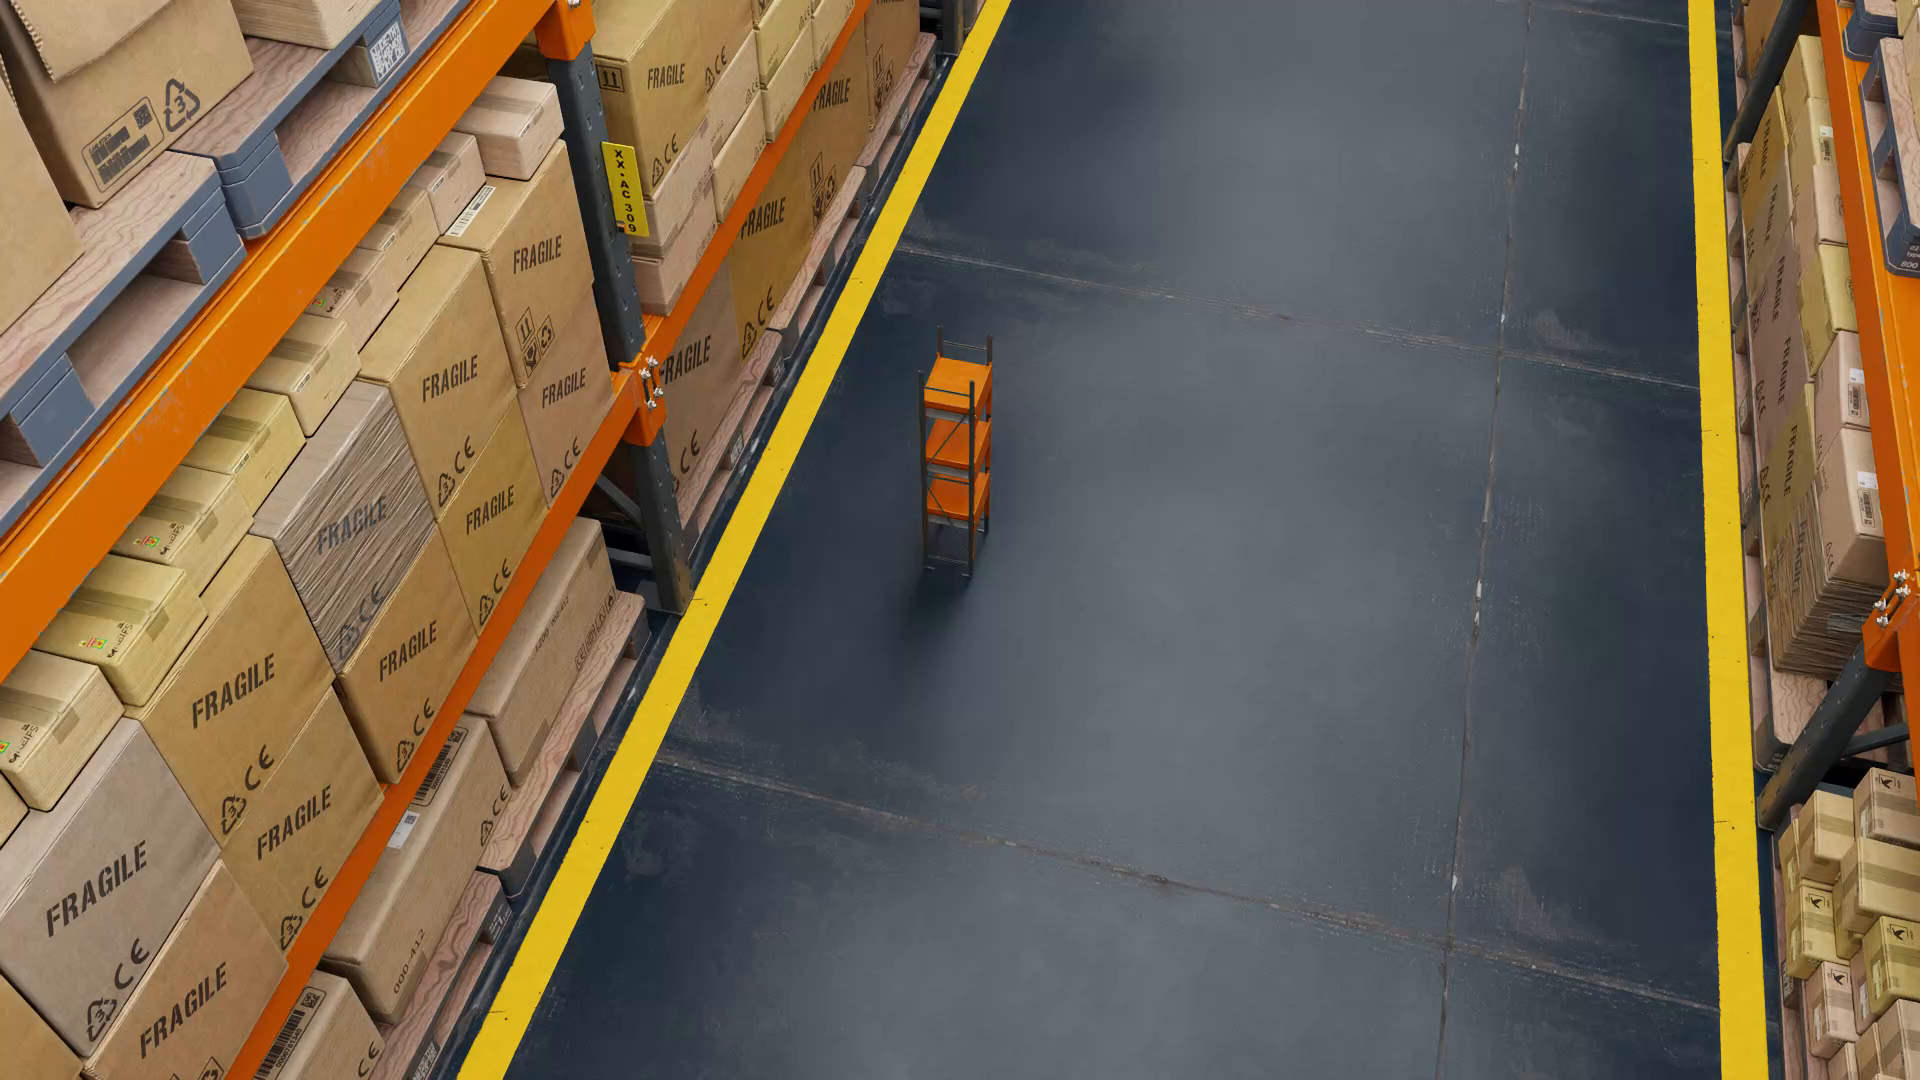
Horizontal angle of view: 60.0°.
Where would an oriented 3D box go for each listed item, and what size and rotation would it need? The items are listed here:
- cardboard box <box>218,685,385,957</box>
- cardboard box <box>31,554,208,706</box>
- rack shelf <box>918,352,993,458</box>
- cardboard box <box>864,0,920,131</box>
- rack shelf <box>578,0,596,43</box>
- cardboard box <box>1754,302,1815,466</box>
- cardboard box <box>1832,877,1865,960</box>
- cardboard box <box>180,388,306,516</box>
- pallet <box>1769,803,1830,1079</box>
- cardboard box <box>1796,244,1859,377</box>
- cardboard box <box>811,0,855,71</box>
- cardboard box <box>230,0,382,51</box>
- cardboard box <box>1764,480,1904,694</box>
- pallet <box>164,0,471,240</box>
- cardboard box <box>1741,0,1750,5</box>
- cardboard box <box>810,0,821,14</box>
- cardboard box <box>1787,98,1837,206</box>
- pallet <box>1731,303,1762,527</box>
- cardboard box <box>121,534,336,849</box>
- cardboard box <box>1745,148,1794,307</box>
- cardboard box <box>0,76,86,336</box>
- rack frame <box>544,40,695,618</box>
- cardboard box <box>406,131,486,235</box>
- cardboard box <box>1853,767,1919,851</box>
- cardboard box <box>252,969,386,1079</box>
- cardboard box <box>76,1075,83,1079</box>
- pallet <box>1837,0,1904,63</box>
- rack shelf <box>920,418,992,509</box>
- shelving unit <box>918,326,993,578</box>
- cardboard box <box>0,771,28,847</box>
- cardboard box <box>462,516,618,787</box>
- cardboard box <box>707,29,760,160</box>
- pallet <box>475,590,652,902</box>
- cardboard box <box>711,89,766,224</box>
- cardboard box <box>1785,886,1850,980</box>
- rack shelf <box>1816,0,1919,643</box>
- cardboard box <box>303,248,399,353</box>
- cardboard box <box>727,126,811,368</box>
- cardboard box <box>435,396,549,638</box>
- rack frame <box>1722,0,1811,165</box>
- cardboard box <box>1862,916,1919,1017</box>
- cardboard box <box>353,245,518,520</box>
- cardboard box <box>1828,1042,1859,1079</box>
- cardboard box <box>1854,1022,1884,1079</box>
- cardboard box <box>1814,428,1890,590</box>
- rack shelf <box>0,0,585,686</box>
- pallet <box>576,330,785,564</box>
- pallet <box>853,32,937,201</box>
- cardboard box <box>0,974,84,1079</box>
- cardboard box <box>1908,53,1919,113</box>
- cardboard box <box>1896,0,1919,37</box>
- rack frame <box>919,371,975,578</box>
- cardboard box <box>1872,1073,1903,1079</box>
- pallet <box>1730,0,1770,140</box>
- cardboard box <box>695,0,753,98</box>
[{"bbox_3d":[-1.808,0.631,4.044,0.500,0.500,0.500,13,50,11],"label":"cardboard box"},{"bbox_3d":[-1.775,0.162,3.359,0.380,0.149,0.250,10,49,9],"label":"cardboard box"},{"bbox_3d":[-0.014,-0.489,6.036,0.215,0.259,0.240,12,50,10],"label":"rack shelf"},{"bbox_3d":[-0.741,-2.683,8.173,0.875,0.875,0.875,11,50,10],"label":"cardboard box"},{"bbox_3d":[-1.005,-3.038,5.829,1.077,0.370,4.000,12,50,10],"label":"rack shelf"},{"bbox_3d":[3.497,-0.571,6.560,0.500,0.500,0.500,11,49,9],"label":"cardboard box"},{"bbox_3d":[2.886,1.172,5.056,0.380,0.149,0.250,12,50,10],"label":"cardboard box"},{"bbox_3d":[-1.703,-0.218,3.694,0.380,0.149,0.250,11,49,9],"label":"cardboard box"},{"bbox_3d":[3.128,1.482,5.220,1.003,0.211,1.213,12,50,10],"label":"pallet"},{"bbox_3d":[3.496,-0.836,6.293,0.500,0.250,0.500,10,49,8],"label":"cardboard box"},{"bbox_3d":[-0.736,-2.156,6.671,0.500,0.250,0.500,11,49,9],"label":"cardboard box"},{"bbox_3d":[-1.461,-1.202,3.549,0.380,0.149,0.250,13,50,11],"label":"cardboard box"},{"bbox_3d":[3.222,0.170,5.905,0.500,0.500,0.500,11,49,9],"label":"cardboard box"},{"bbox_3d":[-1.757,-1.211,3.795,1.003,0.211,1.213,12,50,10],"label":"pallet"},{"bbox_3d":[4.797,-3.277,8.781,1.050,0.750,0.750,12,50,11],"label":"cardboard box"},{"bbox_3d":[-0.744,-2.324,6.486,0.500,0.250,0.500,10,49,9],"label":"cardboard box"},{"bbox_3d":[3.775,-1.569,6.940,0.500,0.250,0.500,11,49,10],"label":"cardboard box"},{"bbox_3d":[3.793,-0.459,6.933,1.003,0.211,1.213,12,50,10],"label":"pallet"},{"bbox_3d":[-1.796,0.291,3.678,0.500,0.500,0.500,12,50,10],"label":"cardboard box"},{"bbox_3d":[3.762,-1.313,7.214,0.500,0.500,0.500,12,50,10],"label":"cardboard box"},{"bbox_3d":[-1.909,-0.570,2.757,0.500,0.500,0.500,12,50,11],"label":"cardboard box"},{"bbox_3d":[-1.532,-0.837,5.407,1.000,3.000,0.127,12,50,10],"label":"rack frame"},{"bbox_3d":[-1.480,-0.961,4.350,0.380,0.149,0.250,13,50,11],"label":"cardboard box"},{"bbox_3d":[2.980,0.883,5.114,0.380,0.149,0.250,13,50,12],"label":"cardboard box"},{"bbox_3d":[-2.275,1.604,4.681,0.875,0.438,0.875,13,50,11],"label":"cardboard box"},{"bbox_3d":[-2.075,1.361,3.400,0.500,0.500,0.500,11,49,10],"label":"cardboard box"},{"bbox_3d":[4.238,-2.227,6.761,1.213,0.211,1.003,12,50,10],"label":"pallet"},{"bbox_3d":[-0.014,-0.302,6.249,0.215,0.259,0.240,12,50,10],"label":"rack shelf"},{"bbox_3d":[-0.014,-0.309,6.241,0.215,1.050,0.252,12,50,10],"label":"shelving unit"},{"bbox_3d":[-1.975,0.512,3.050,0.380,0.149,0.250,12,50,10],"label":"cardboard box"},{"bbox_3d":[-1.801,0.305,5.828,0.875,0.438,0.875,11,49,9],"label":"cardboard box"},{"bbox_3d":[-1.034,-1.598,5.845,0.500,0.250,0.500,12,50,11],"label":"cardboard box"},{"bbox_3d":[-1.807,0.620,5.981,1.003,0.211,1.213,12,50,10],"label":"pallet"},{"bbox_3d":[-1.027,-1.428,6.029,0.500,0.250,0.500,10,49,9],"label":"cardboard box"},{"bbox_3d":[2.794,1.263,5.174,0.380,0.149,0.250,13,50,11],"label":"cardboard box"},{"bbox_3d":[3.797,-1.142,6.156,1.077,0.370,4.000,12,50,10],"label":"rack shelf"},{"bbox_3d":[-1.604,-0.596,4.028,0.380,0.149,0.250,11,50,10],"label":"cardboard box"},{"bbox_3d":[-1.216,-1.392,7.034,0.875,0.875,0.875,13,50,11],"label":"cardboard box"},{"bbox_3d":[-1.537,-0.111,4.699,0.500,0.500,0.500,10,49,9],"label":"cardboard box"},{"bbox_3d":[4.323,-2.827,7.163,1.000,3.000,0.127,12,50,10],"label":"rack frame"},{"bbox_3d":[2.831,1.263,4.778,0.380,0.149,0.250,11,49,10],"label":"cardboard box"},{"bbox_3d":[-1.531,-0.440,4.323,0.500,0.500,0.500,11,49,9],"label":"cardboard box"},{"bbox_3d":[2.761,1.647,4.836,0.380,0.149,0.250,11,49,9],"label":"cardboard box"},{"bbox_3d":[2.783,1.551,4.723,0.380,0.149,0.250,9,49,8],"label":"cardboard box"},{"bbox_3d":[3.222,-0.082,5.627,0.500,0.250,0.500,10,49,9],"label":"cardboard box"},{"bbox_3d":[-2.058,-0.145,3.275,1.077,0.370,4.000,12,50,10],"label":"rack shelf"},{"bbox_3d":[-1.401,-0.487,6.958,1.003,0.211,1.213,12,50,10],"label":"pallet"},{"bbox_3d":[-0.759,-2.252,8.516,1.003,0.211,1.213,12,50,10],"label":"pallet"},{"bbox_3d":[-2.054,1.026,3.029,0.500,0.500,0.500,10,49,9],"label":"cardboard box"},{"bbox_3d":[3.664,-1.639,6.002,0.380,0.149,0.250,12,50,11],"label":"cardboard box"},{"bbox_3d":[3.800,-2.014,6.333,0.380,0.149,0.250,14,50,12],"label":"cardboard box"},{"bbox_3d":[-0.046,-0.220,6.163,0.200,1.050,0.008,12,50,10],"label":"rack frame"},{"bbox_3d":[2.639,1.624,4.460,0.380,0.149,0.250,13,50,11],"label":"cardboard box"},{"bbox_3d":[4.603,-2.459,8.699,1.003,0.211,1.213,12,50,10],"label":"pallet"},{"bbox_3d":[-1.031,-1.836,5.555,0.500,0.500,0.500,11,50,10],"label":"cardboard box"}]
